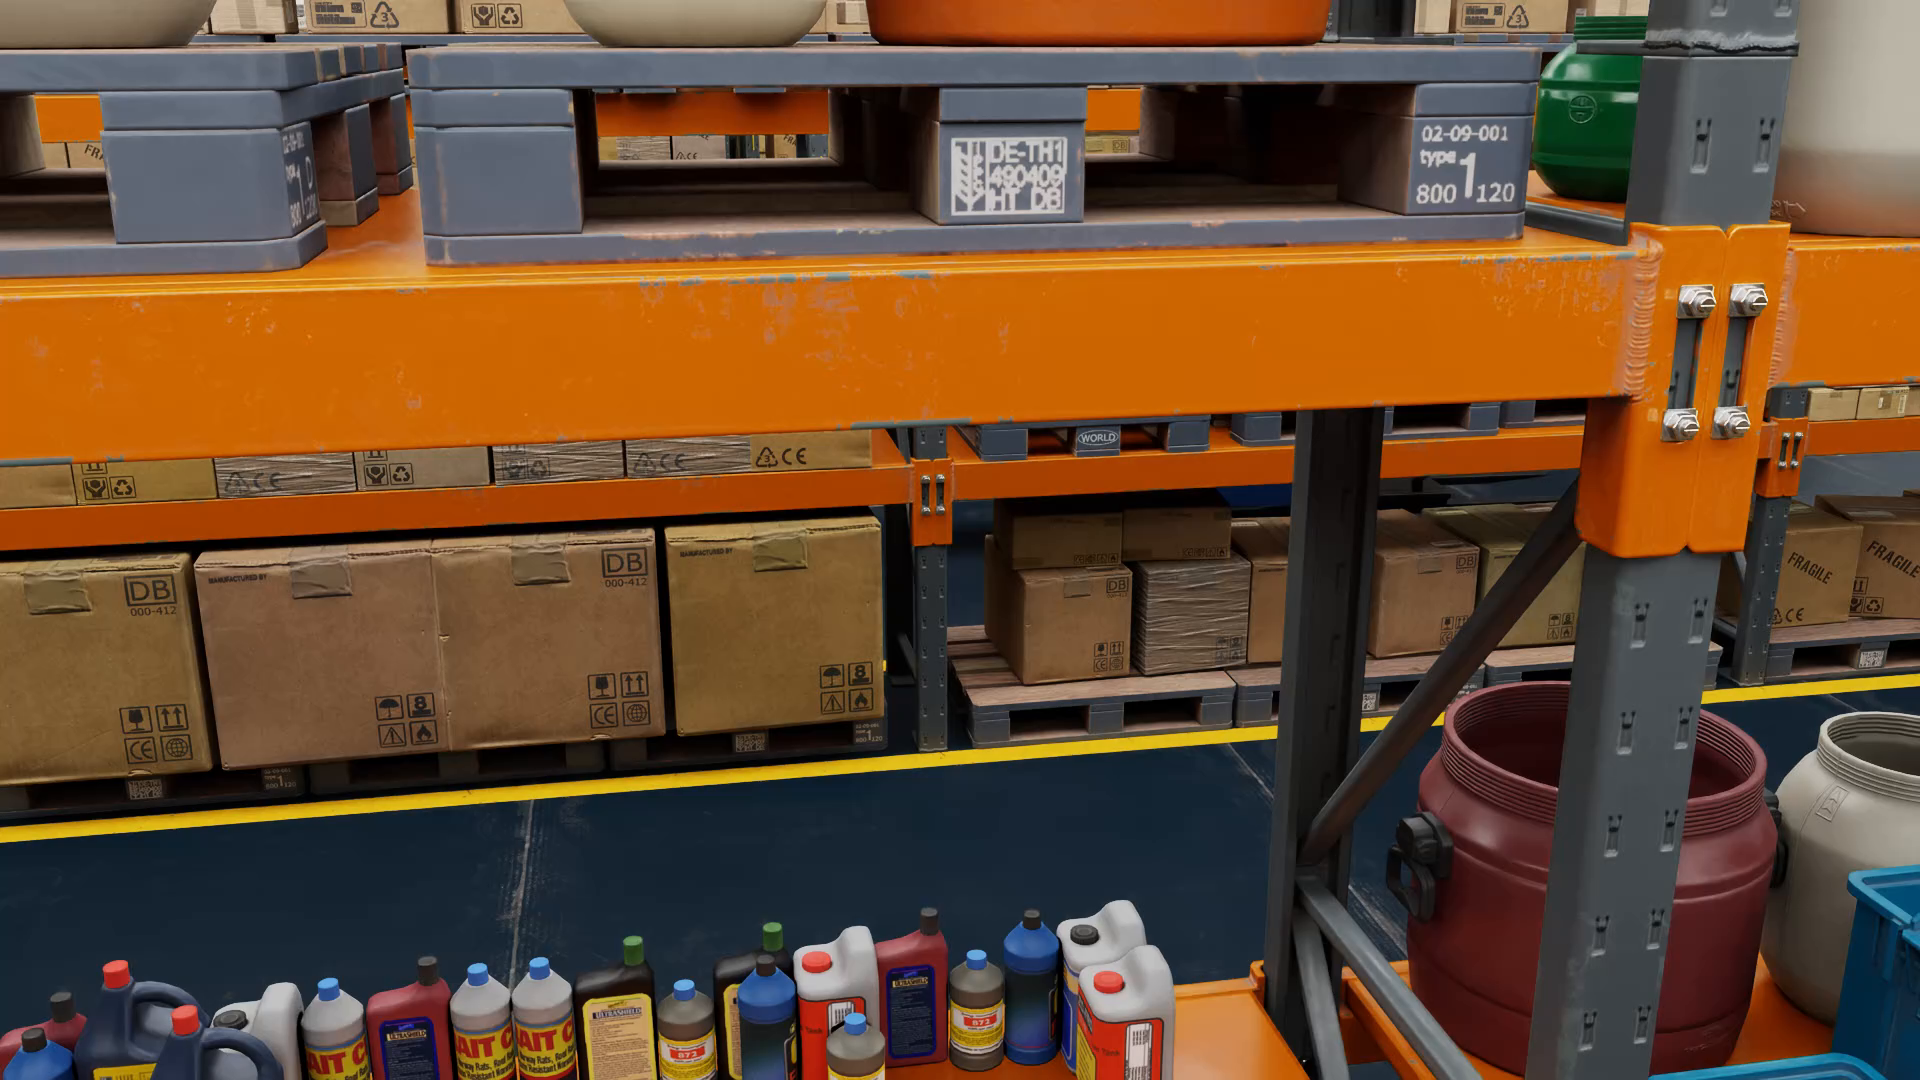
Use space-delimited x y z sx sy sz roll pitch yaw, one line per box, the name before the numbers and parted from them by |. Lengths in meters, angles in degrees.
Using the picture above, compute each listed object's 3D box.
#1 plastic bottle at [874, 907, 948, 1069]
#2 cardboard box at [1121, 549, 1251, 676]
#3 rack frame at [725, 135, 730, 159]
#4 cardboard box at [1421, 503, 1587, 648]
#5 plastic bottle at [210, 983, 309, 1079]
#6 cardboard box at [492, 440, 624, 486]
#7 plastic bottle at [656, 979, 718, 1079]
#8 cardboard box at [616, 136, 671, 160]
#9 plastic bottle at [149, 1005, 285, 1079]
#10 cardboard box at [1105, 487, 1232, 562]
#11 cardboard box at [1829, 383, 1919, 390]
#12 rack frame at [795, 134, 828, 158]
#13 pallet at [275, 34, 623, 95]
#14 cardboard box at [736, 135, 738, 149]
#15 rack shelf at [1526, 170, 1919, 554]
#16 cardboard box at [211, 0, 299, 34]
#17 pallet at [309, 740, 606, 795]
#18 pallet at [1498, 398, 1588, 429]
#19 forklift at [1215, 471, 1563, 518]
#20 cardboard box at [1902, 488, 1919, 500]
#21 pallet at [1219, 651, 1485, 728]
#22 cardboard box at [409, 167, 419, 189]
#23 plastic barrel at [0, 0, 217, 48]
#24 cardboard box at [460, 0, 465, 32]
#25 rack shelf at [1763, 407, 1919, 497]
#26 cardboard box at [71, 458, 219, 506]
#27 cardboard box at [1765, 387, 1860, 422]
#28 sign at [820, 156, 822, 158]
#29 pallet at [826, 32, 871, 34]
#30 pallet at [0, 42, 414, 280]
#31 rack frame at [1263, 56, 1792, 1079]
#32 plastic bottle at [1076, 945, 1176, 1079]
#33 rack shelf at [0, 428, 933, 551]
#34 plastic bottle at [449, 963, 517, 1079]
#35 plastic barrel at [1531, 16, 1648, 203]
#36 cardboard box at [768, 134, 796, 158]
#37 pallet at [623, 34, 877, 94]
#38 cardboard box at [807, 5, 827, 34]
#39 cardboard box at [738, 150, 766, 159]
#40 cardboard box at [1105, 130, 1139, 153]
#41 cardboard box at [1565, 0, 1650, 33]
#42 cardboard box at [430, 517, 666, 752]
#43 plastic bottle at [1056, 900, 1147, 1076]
plastic bottle | -0.088 0.774 2.882 0.133 0.283 0.061 -3 17 -10
cardboard box | 0.986 0.261 7.861 0.500 0.500 0.700 -5 18 -15
rack frame | -3.035 -4.933 21.265 0.127 3.000 1.000 -3 17 -10
cardboard box | 2.638 0.165 8.173 0.500 0.500 0.700 -3 17 -11
plastic bottle | -1.118 0.849 2.649 0.135 0.276 0.152 -3 17 -10
cardboard box | -1.648 -0.539 6.787 0.500 0.500 0.500 -4 17 -12
plastic bottle | -0.461 0.840 2.808 0.097 0.201 0.097 0 17 0
cardboard box | -3.050 -3.893 16.005 0.500 0.500 0.500 -3 17 -9
plastic bottle | -1.115 0.858 2.494 0.185 0.351 0.144 -3 17 -10
cardboard box | 0.961 -0.098 7.753 0.500 0.250 0.500 -1 17 -4
cardboard box | 4.171 -1.066 7.996 0.500 0.500 0.875 -3 17 -10
rack frame | -1.052 -2.081 11.979 0.127 3.000 1.000 -3 17 -10
pallet | -1.930 -1.875 6.521 1.213 0.211 1.003 -2 17 -8
cardboard box | -2.647 -5.206 21.556 0.500 0.250 0.500 -3 17 -9
rack shelf | 2.693 -0.419 2.685 4.000 0.370 1.077 -3 17 -10
cardboard box | -2.647 -1.977 6.244 0.250 0.149 0.380 -4 18 -13
pallet | -2.194 0.776 7.425 1.213 0.211 1.003 -3 17 -10
pallet | 2.939 -0.776 8.057 1.213 0.211 1.003 -3 17 -10
forklift | 2.369 -1.480 10.139 3.031 2.935 1.130 -2 17 -7
cardboard box | 5.273 0.023 8.669 0.500 0.500 0.500 -5 18 -15
pallet | 1.753 0.577 8.073 1.213 0.211 1.003 -3 17 -10
cardboard box | -5.025 -3.428 15.766 0.500 0.250 0.500 -3 17 -10
plastic barrel | -0.983 -0.775 1.672 0.433 0.535 0.433 0 17 0
cardboard box | -3.438 -3.591 10.894 0.637 0.503 0.797 -3 17 -11
rack shelf | 5.681 -0.636 8.499 4.000 0.370 1.077 -3 17 -10
cardboard box | -3.145 -0.453 6.506 0.500 0.500 0.500 -3 17 -10
cardboard box | 3.985 -0.674 7.825 0.250 0.149 0.380 -3 17 -10
sign | -0.940 -2.441 11.313 0.005 0.325 0.100 -3 17 -10
pallet | -0.430 -3.476 11.733 1.003 0.211 1.213 -2 17 -8
pallet | -1.334 -0.475 1.961 1.213 0.211 1.003 -3 17 -10
rack frame | 0.729 0.782 2.657 0.127 3.000 1.000 -3 17 -10
plastic bottle | 0.272 0.816 2.757 0.135 0.276 0.152 -3 17 -10
rack shelf | -2.174 -0.191 7.049 4.000 0.370 1.077 -3 17 -10
plastic bottle | -0.783 0.824 2.738 0.097 0.271 0.097 0 17 0
plastic barrel | 0.962 -0.606 2.332 0.294 0.245 0.294 0 17 0
cardboard box | -1.604 -3.852 16.351 0.500 0.500 0.500 -4 17 -12
pallet | -0.832 -1.938 6.726 1.003 0.211 1.213 -2 17 -8
cardboard box | -0.795 -2.275 6.610 0.637 0.503 0.797 -2 17 -7
cardboard box | -2.553 -4.816 21.138 0.500 0.250 0.500 -3 17 -10
cardboard box | 1.388 -2.743 12.261 0.500 0.500 0.700 -3 17 -10
cardboard box | 2.813 -2.358 7.284 0.258 0.266 0.396 -3 17 -8
cardboard box | -1.768 0.249 7.296 0.875 0.875 1.225 -3 17 -10
plastic bottle | 0.243 0.772 2.900 0.135 0.276 0.152 -3 17 -10
